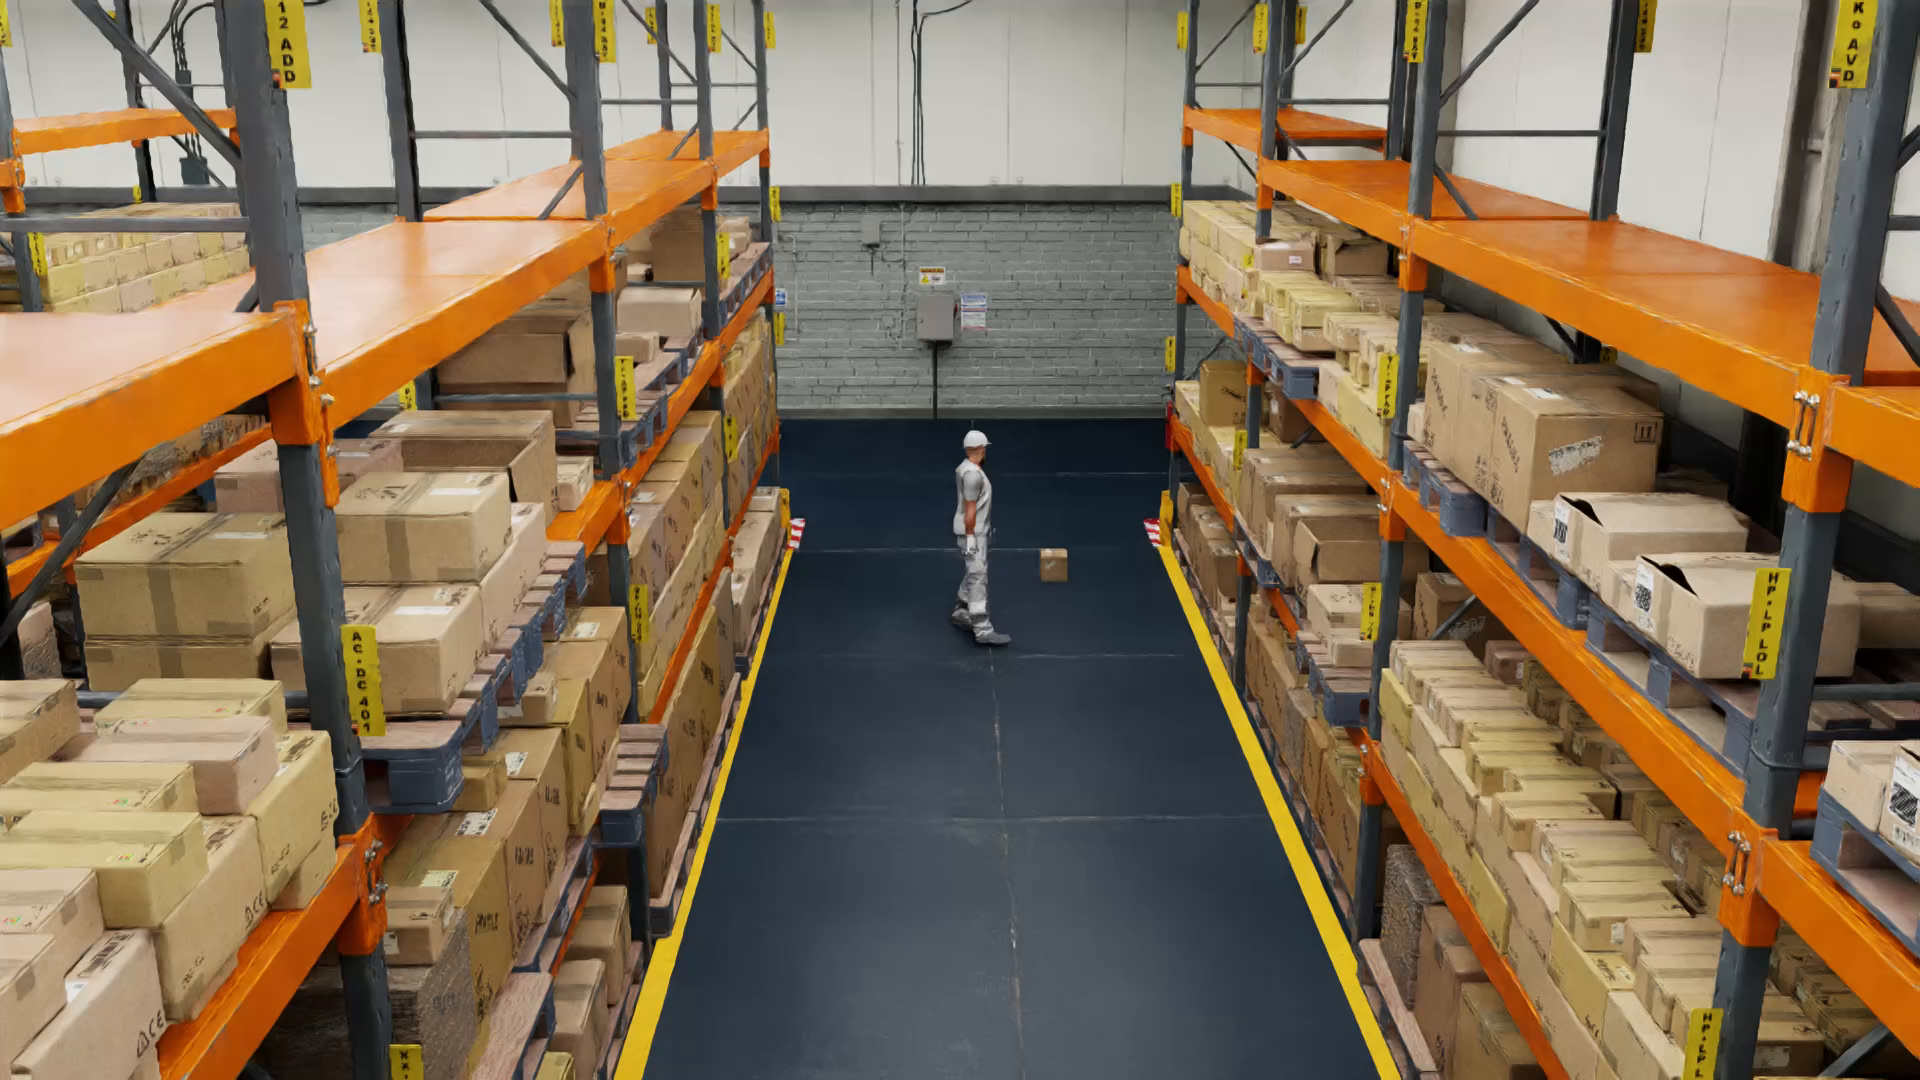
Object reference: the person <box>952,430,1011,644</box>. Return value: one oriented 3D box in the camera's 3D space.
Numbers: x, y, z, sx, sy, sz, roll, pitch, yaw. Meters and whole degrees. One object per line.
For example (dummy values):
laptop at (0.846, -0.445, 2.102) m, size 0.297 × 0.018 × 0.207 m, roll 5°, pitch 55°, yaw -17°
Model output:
person at (0.182, -0.037, 14.171) m, size 0.546 × 1.771 × 0.652 m, roll 1°, pitch 17°, yaw 5°
